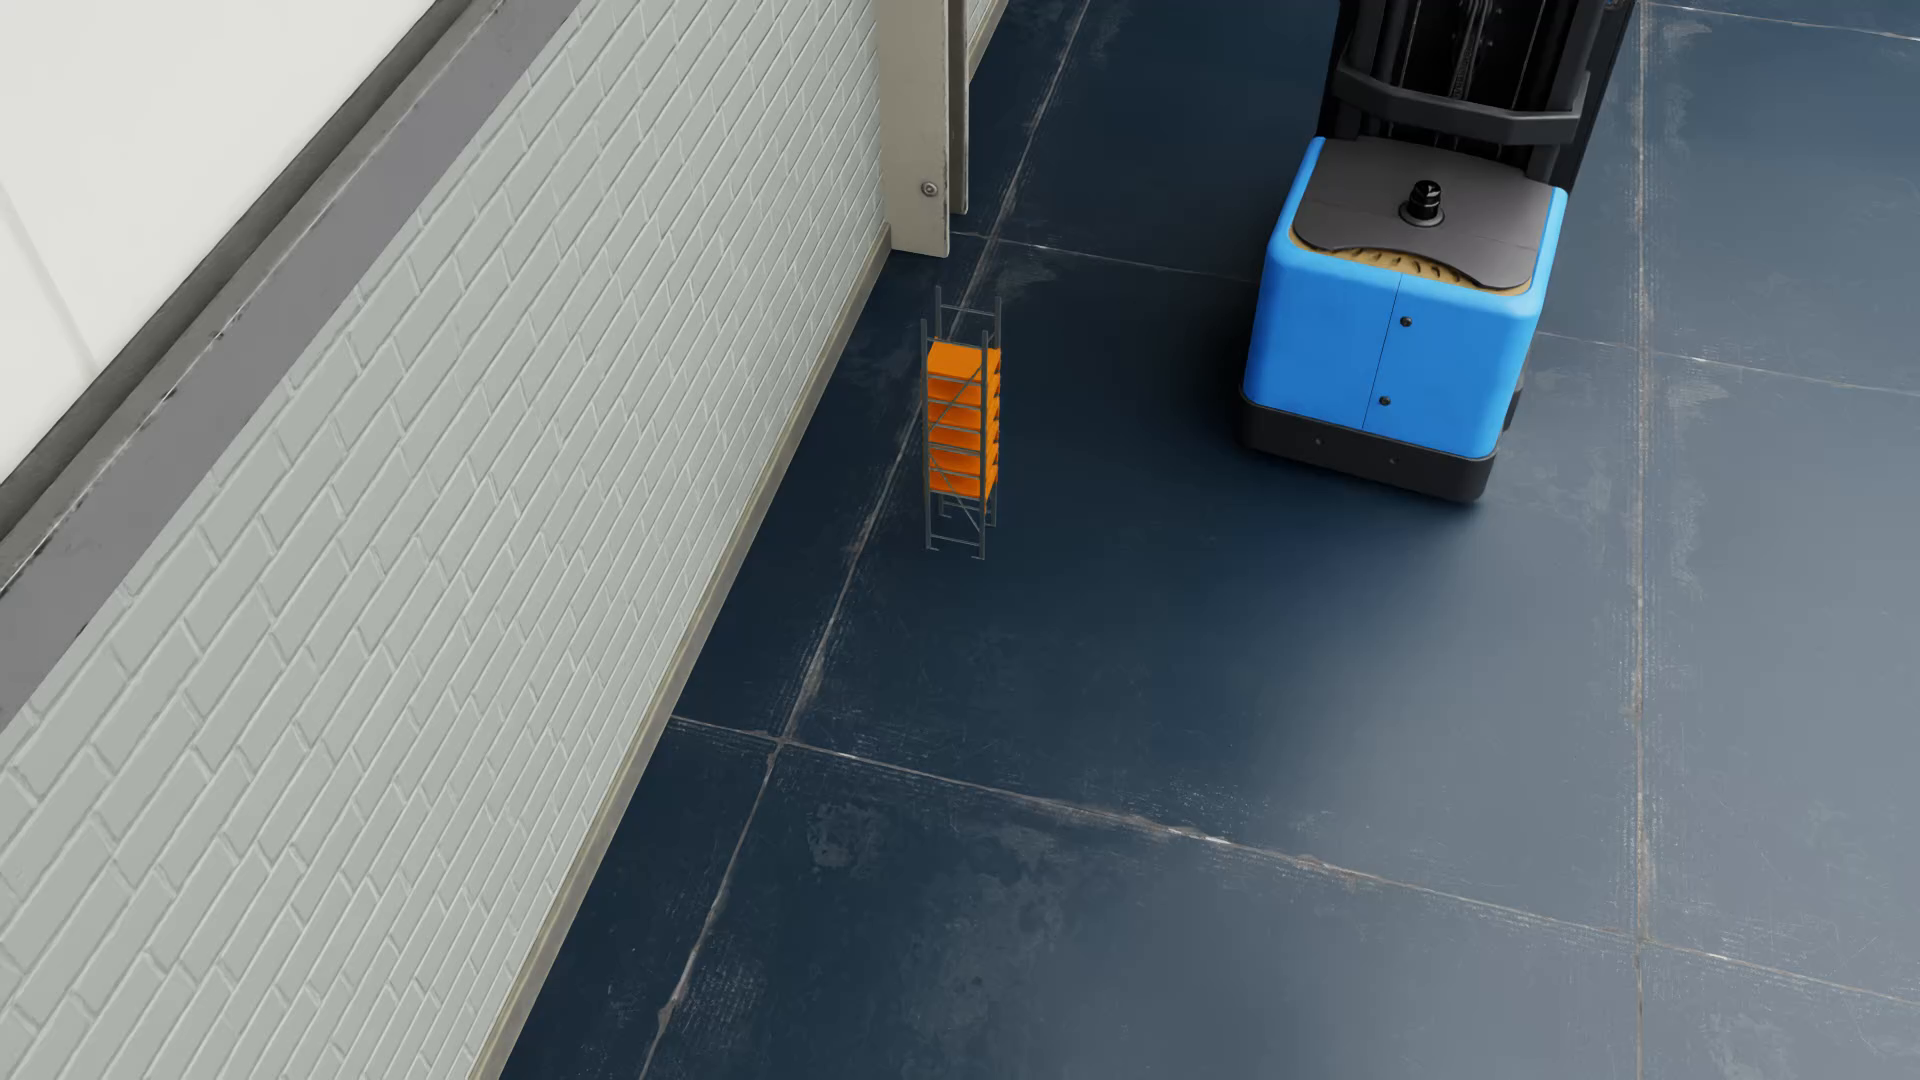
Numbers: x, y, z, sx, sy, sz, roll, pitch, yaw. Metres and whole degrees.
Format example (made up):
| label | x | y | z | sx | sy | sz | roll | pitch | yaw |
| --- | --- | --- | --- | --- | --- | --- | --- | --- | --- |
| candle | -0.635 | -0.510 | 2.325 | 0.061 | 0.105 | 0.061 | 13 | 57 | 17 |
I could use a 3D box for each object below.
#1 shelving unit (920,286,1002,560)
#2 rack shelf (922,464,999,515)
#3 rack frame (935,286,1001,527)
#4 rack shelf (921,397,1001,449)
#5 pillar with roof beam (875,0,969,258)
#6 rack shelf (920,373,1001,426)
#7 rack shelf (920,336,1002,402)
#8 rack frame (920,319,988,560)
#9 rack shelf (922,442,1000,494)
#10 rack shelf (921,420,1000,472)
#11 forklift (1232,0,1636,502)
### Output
| label | x | y | z | sx | sy | sz | roll | pitch | yaw |
| --- | --- | --- | --- | --- | --- | --- | --- | --- | --- |
| shelving unit | 0.004 | -0.407 | 6.228 | 0.258 | 1.200 | 0.189 | 12 | 50 | 10 |
| rack shelf | 0.004 | -0.219 | 6.442 | 0.258 | 0.103 | 0.180 | 12 | 50 | 10 |
| rack frame | 0.028 | -0.474 | 6.287 | 0.240 | 1.200 | 0.006 | 12 | 50 | 10 |
| rack shelf | 0.004 | -0.458 | 6.172 | 0.258 | 0.103 | 0.180 | 12 | 50 | 10 |
| pillar with roof beam | 3.993 | -3.632 | 3.872 | 9.100 | 9.000 | 0.400 | 12 | 50 | 10 |
| rack shelf | 0.004 | -0.537 | 6.082 | 0.258 | 0.103 | 0.180 | 12 | 50 | 10 |
| rack shelf | 0.004 | -0.616 | 5.992 | 0.258 | 0.103 | 0.180 | 12 | 50 | 10 |
| rack frame | -0.020 | -0.341 | 6.170 | 0.240 | 1.200 | 0.006 | 12 | 50 | 10 |
| rack shelf | 0.004 | -0.299 | 6.352 | 0.258 | 0.103 | 0.180 | 12 | 50 | 10 |
| rack shelf | 0.004 | -0.378 | 6.262 | 0.258 | 0.103 | 0.180 | 12 | 50 | 10 |
| forklift | 2.141 | -2.252 | 6.702 | 1.130 | 2.935 | 3.031 | 16 | 50 | 14 |
